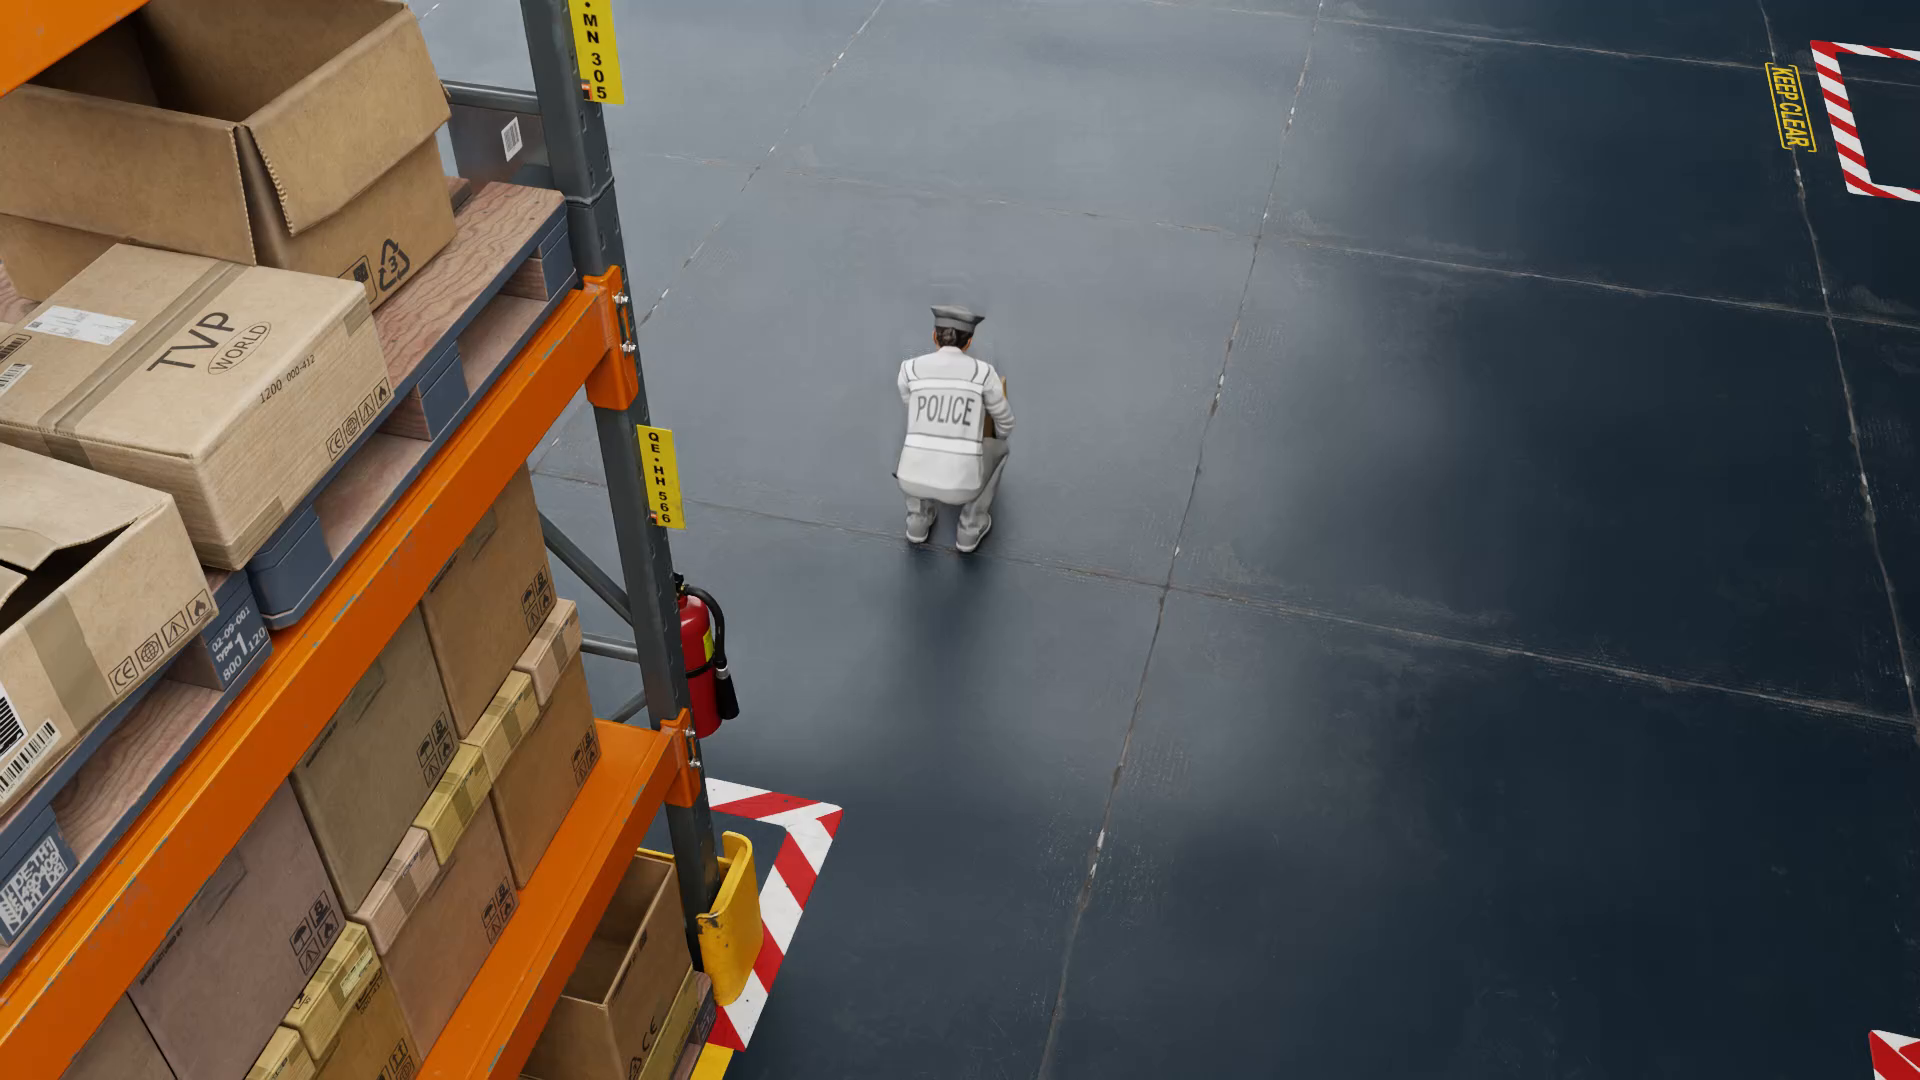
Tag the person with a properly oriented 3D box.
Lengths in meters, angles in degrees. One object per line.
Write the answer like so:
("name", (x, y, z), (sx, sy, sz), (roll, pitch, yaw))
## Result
("person", (-0.044, -0.488, 7.253), (0.496, 0.964, 0.822), (10, 42, 11))
